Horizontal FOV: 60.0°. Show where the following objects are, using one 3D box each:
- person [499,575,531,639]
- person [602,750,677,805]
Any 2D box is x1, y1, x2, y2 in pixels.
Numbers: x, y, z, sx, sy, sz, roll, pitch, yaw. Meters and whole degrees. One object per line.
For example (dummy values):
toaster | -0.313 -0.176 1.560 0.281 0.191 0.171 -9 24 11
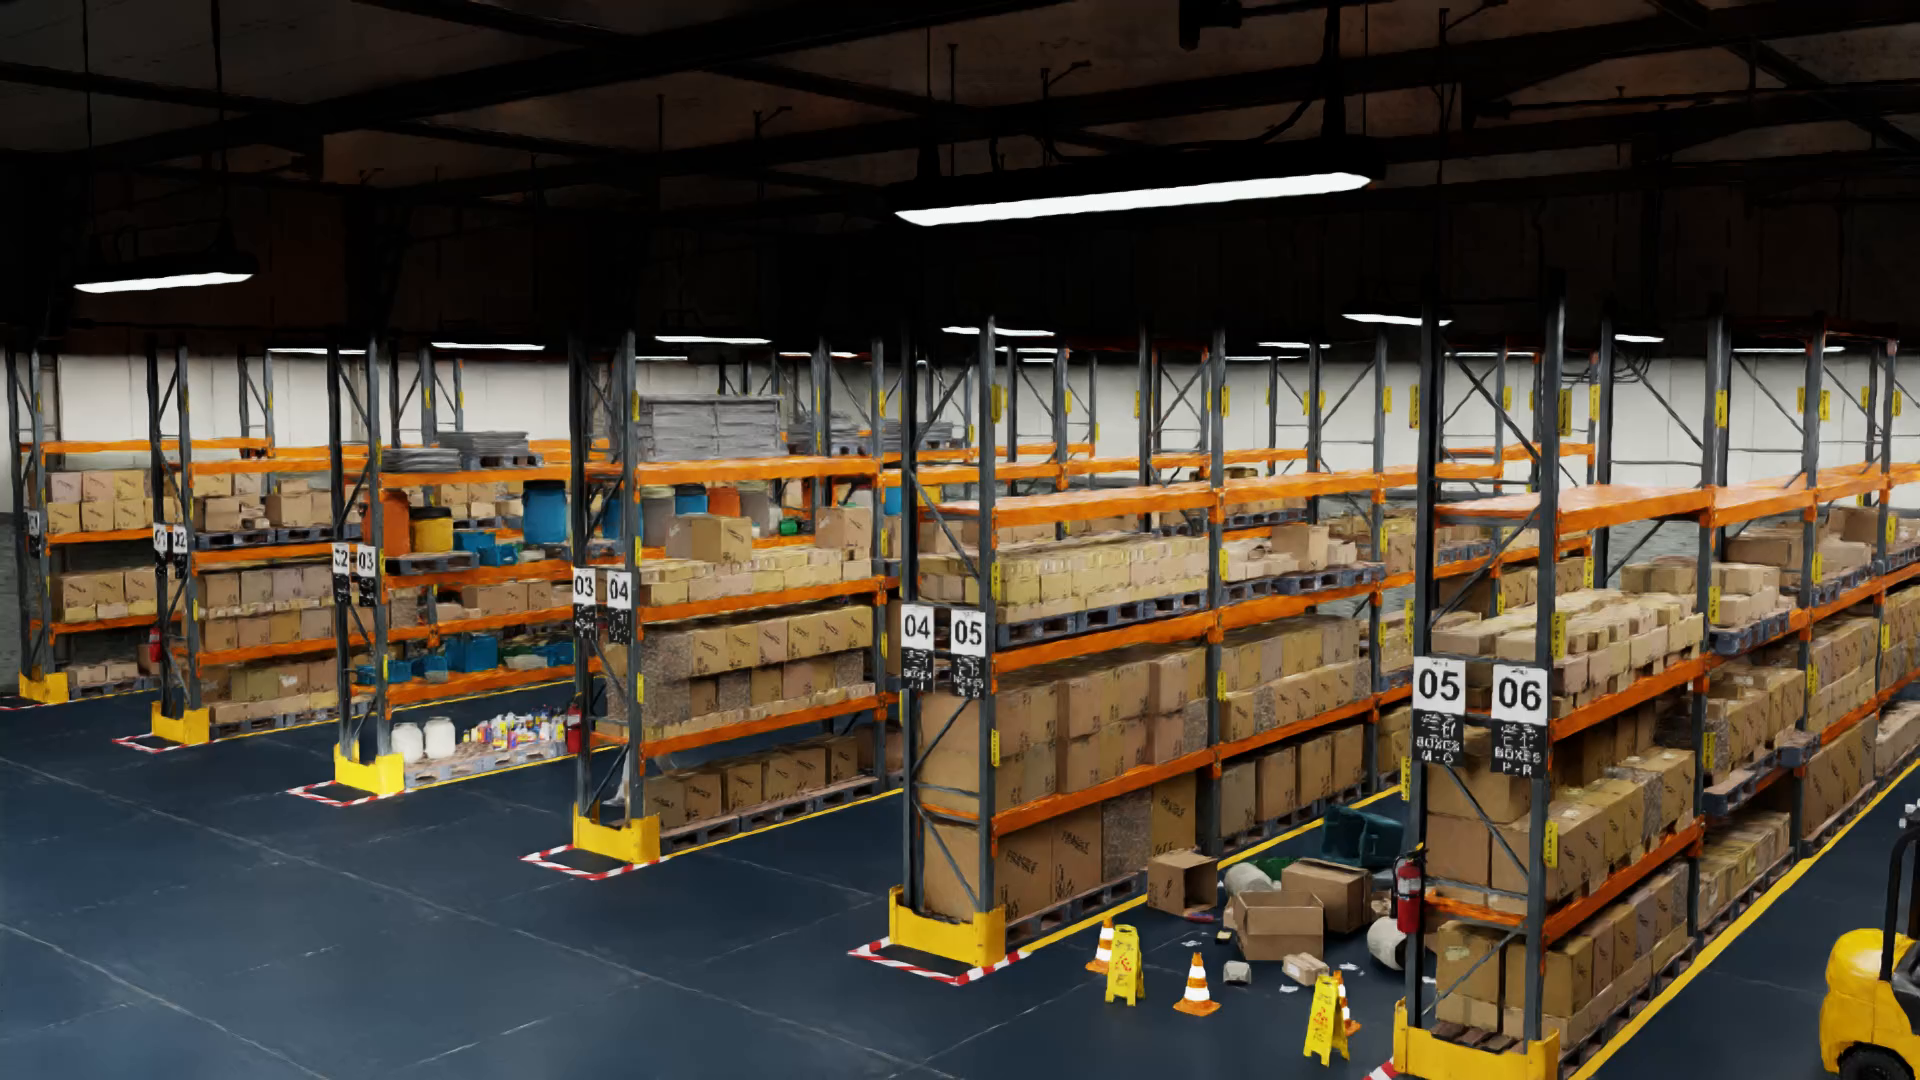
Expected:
person | -8.394 1.480 31.269 0.632 1.718 0.581 -3 6 -27
person | -3.902 2.447 20.686 0.534 1.672 1.116 4 6 37
